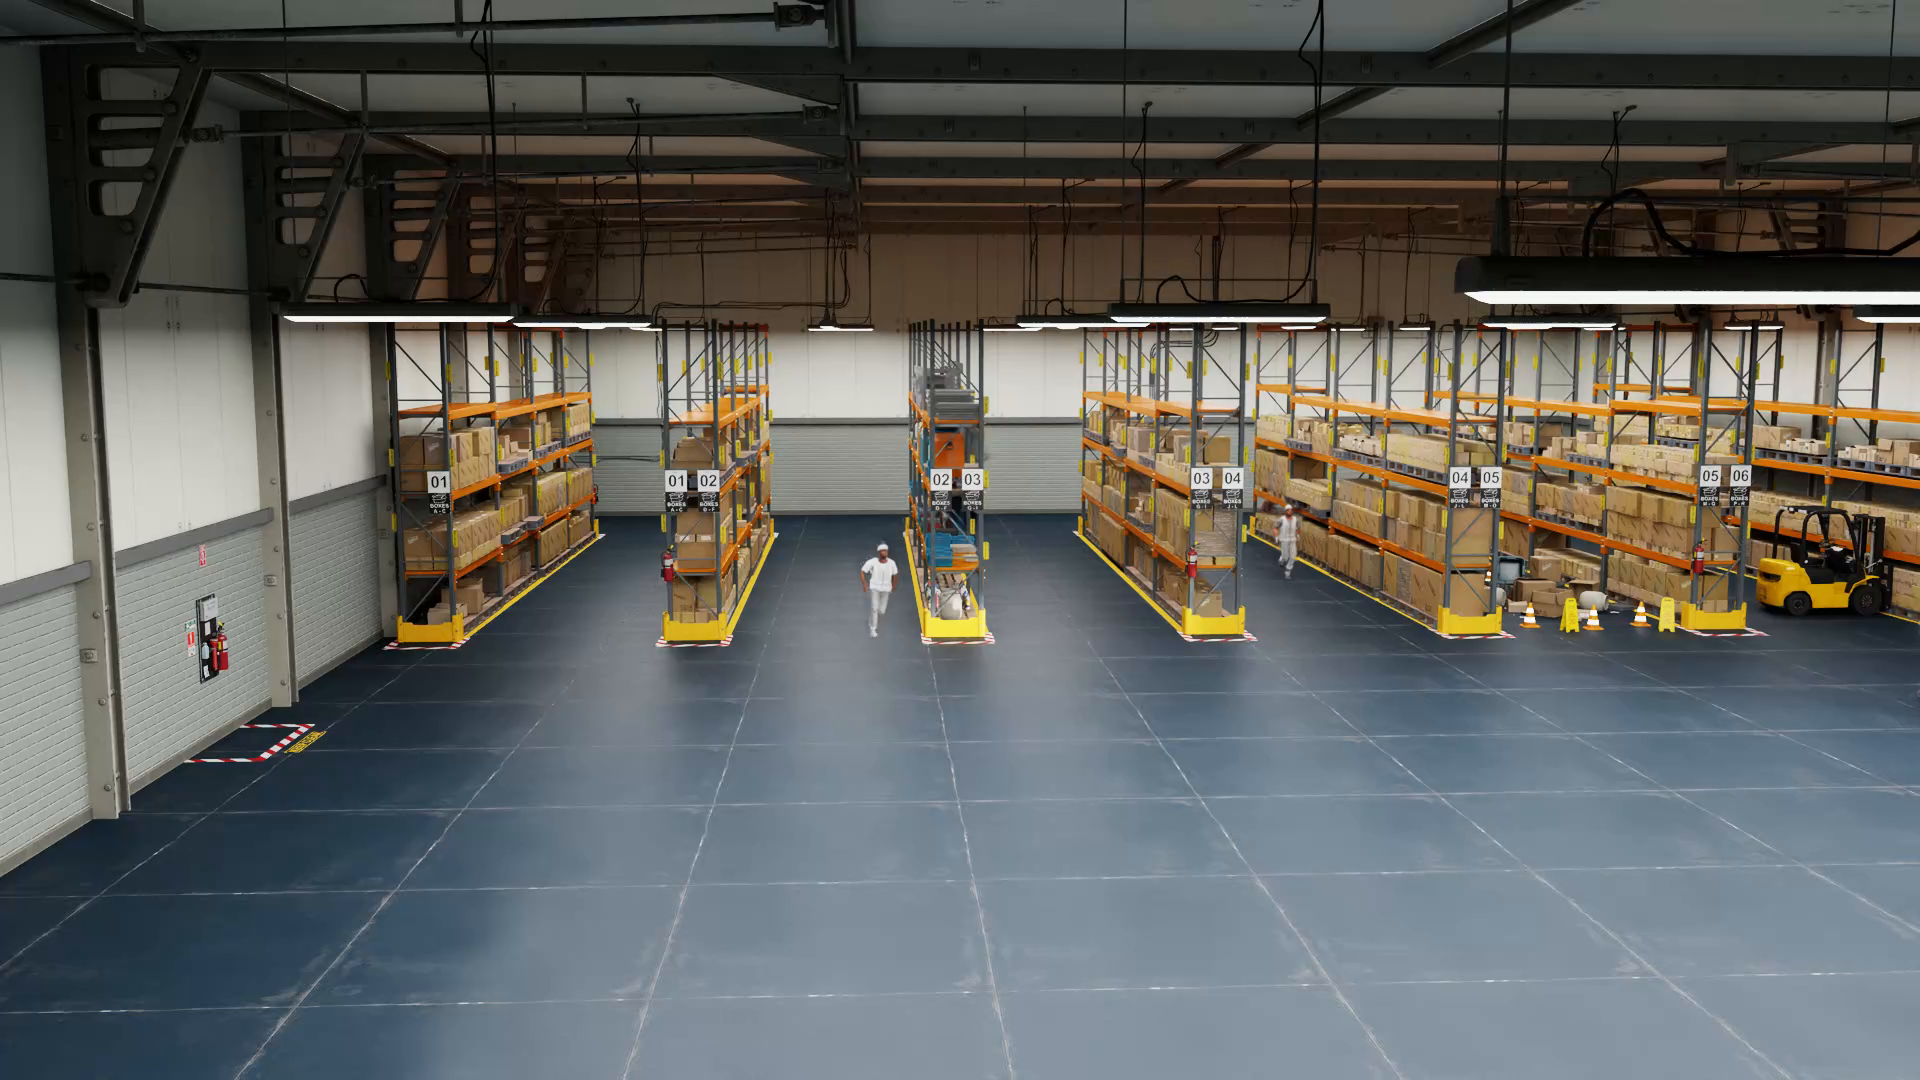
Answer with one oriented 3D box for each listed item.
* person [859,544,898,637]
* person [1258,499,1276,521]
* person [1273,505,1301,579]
[{"bbox_3d":[-1.533,0.936,31.587,0.743,1.731,0.691,-2,7,-18],"label":"person"},{"bbox_3d":[9.094,-1.191,49.283,0.935,1.600,0.622,6,9,39],"label":"person"},{"bbox_3d":[7.717,0.037,39.121,0.665,1.741,0.606,-1,7,-6],"label":"person"}]
